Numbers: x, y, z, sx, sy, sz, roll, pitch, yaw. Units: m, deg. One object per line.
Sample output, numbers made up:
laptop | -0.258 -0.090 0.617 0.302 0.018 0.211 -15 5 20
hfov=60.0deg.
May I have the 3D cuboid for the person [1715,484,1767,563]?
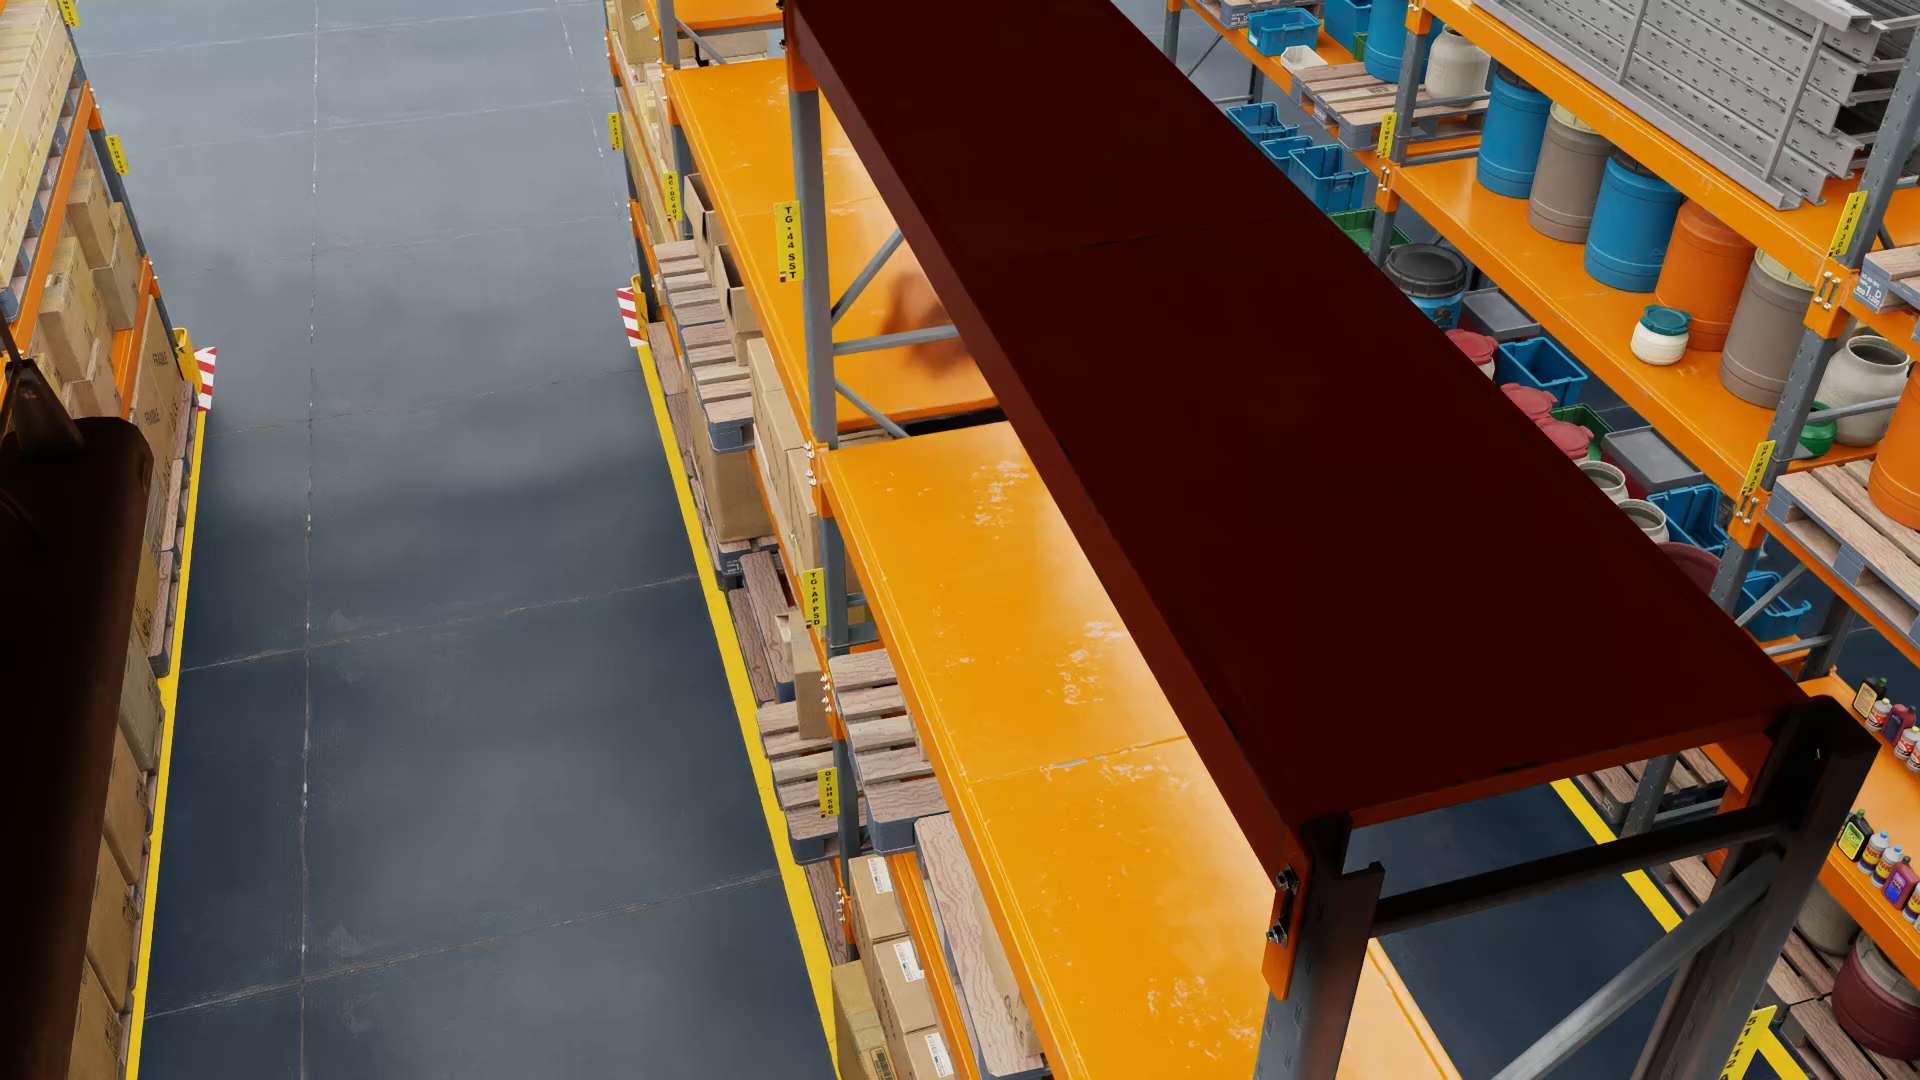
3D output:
person | 5.612 -0.406 11.941 0.684 1.732 0.594 -19 42 -23
